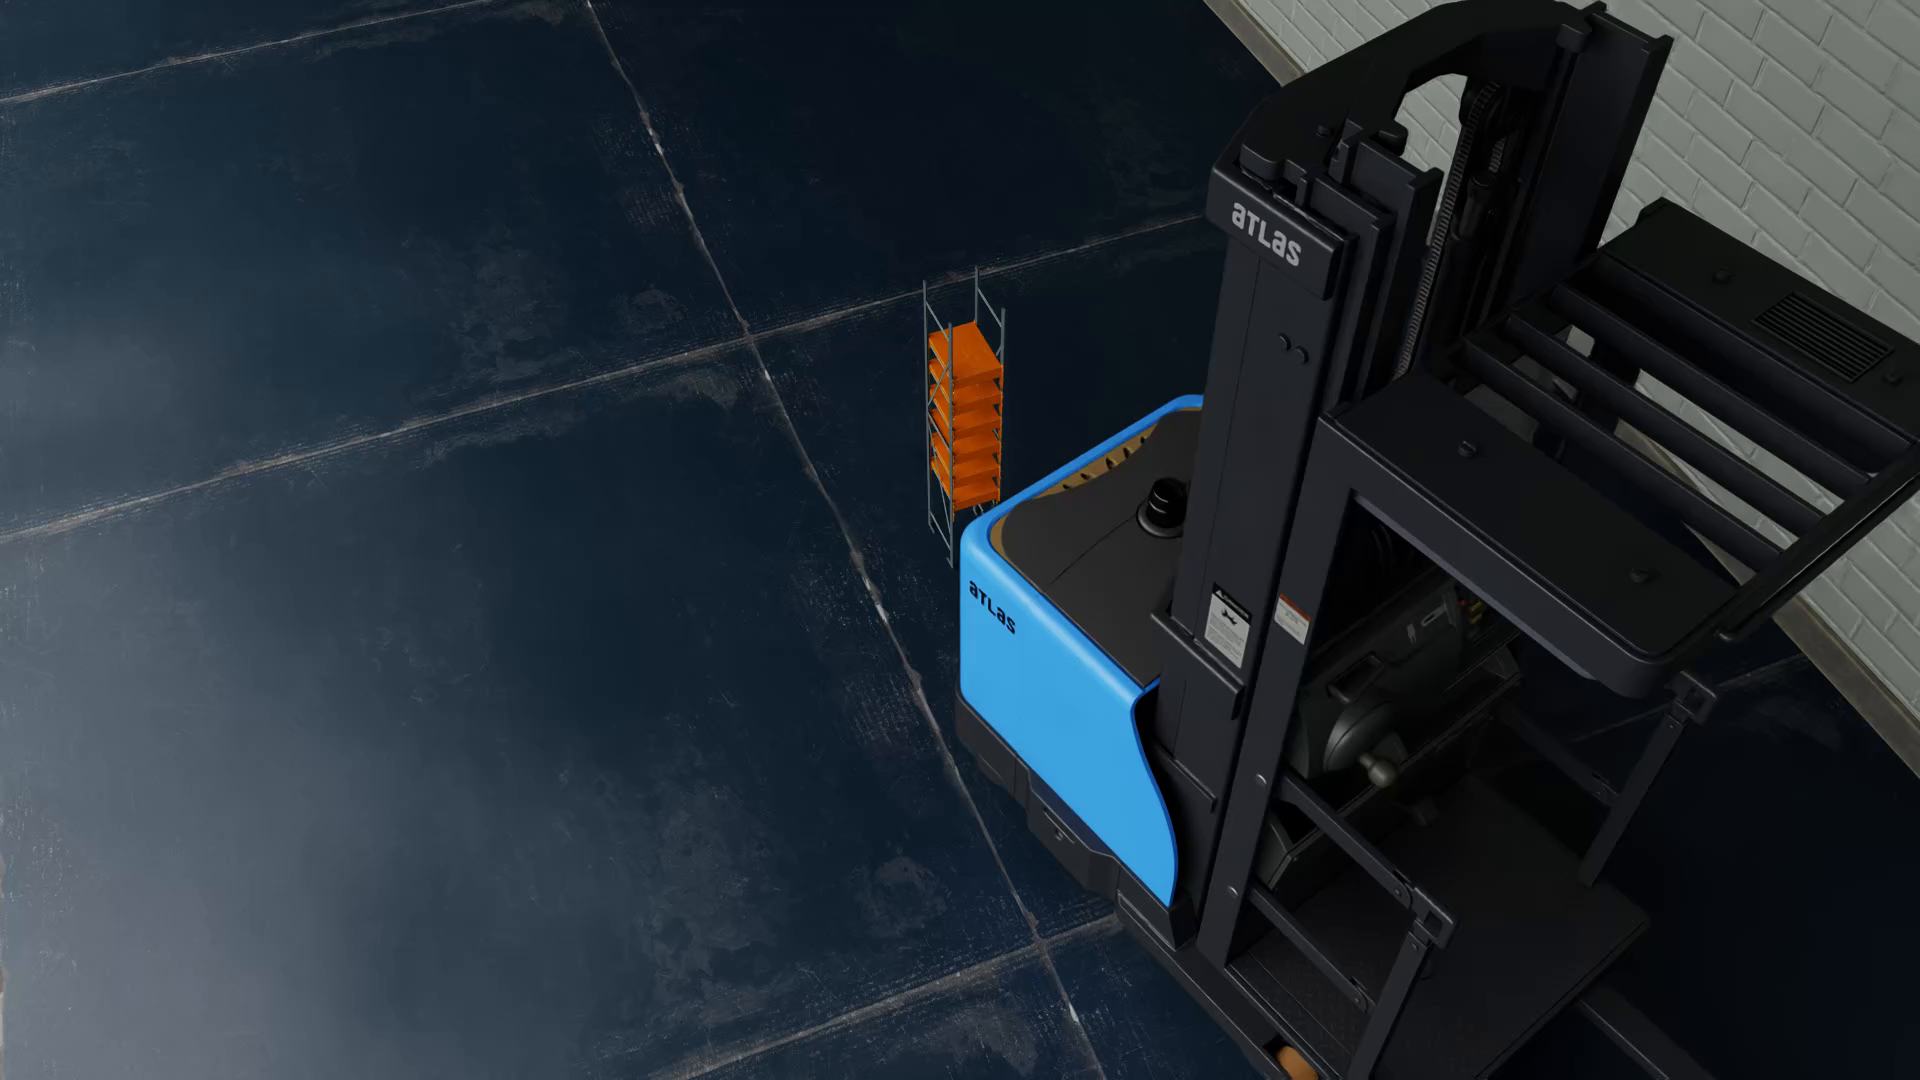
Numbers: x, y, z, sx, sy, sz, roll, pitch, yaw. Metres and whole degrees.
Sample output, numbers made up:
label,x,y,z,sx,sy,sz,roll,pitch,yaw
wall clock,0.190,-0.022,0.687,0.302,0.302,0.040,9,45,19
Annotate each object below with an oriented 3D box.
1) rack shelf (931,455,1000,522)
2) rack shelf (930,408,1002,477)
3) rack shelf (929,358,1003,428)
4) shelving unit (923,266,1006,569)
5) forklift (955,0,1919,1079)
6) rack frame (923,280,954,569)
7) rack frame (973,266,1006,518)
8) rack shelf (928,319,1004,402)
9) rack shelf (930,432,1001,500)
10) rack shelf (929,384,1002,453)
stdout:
label,x,y,z,sx,sy,sz,roll,pitch,yaw
rack shelf,0.013,-0.210,6.014,0.180,0.103,0.258,-17,52,-14
rack shelf,0.013,-0.366,5.832,0.180,0.103,0.258,-17,52,-14
rack shelf,0.013,-0.522,5.650,0.180,0.103,0.258,-17,52,-14
shelving unit,0.013,-0.395,5.798,0.189,1.200,0.258,-17,52,-14
forklift,1.297,0.359,4.009,1.130,2.935,3.031,-31,56,-24
rack frame,-0.071,-0.369,5.776,0.006,1.200,0.240,-17,52,-14
rack frame,0.098,-0.421,5.821,0.006,1.200,0.240,-17,52,-14
rack shelf,0.013,-0.601,5.559,0.180,0.103,0.258,-17,52,-14
rack shelf,0.013,-0.288,5.923,0.180,0.103,0.258,-17,52,-14
rack shelf,0.013,-0.444,5.741,0.180,0.103,0.258,-17,52,-14
